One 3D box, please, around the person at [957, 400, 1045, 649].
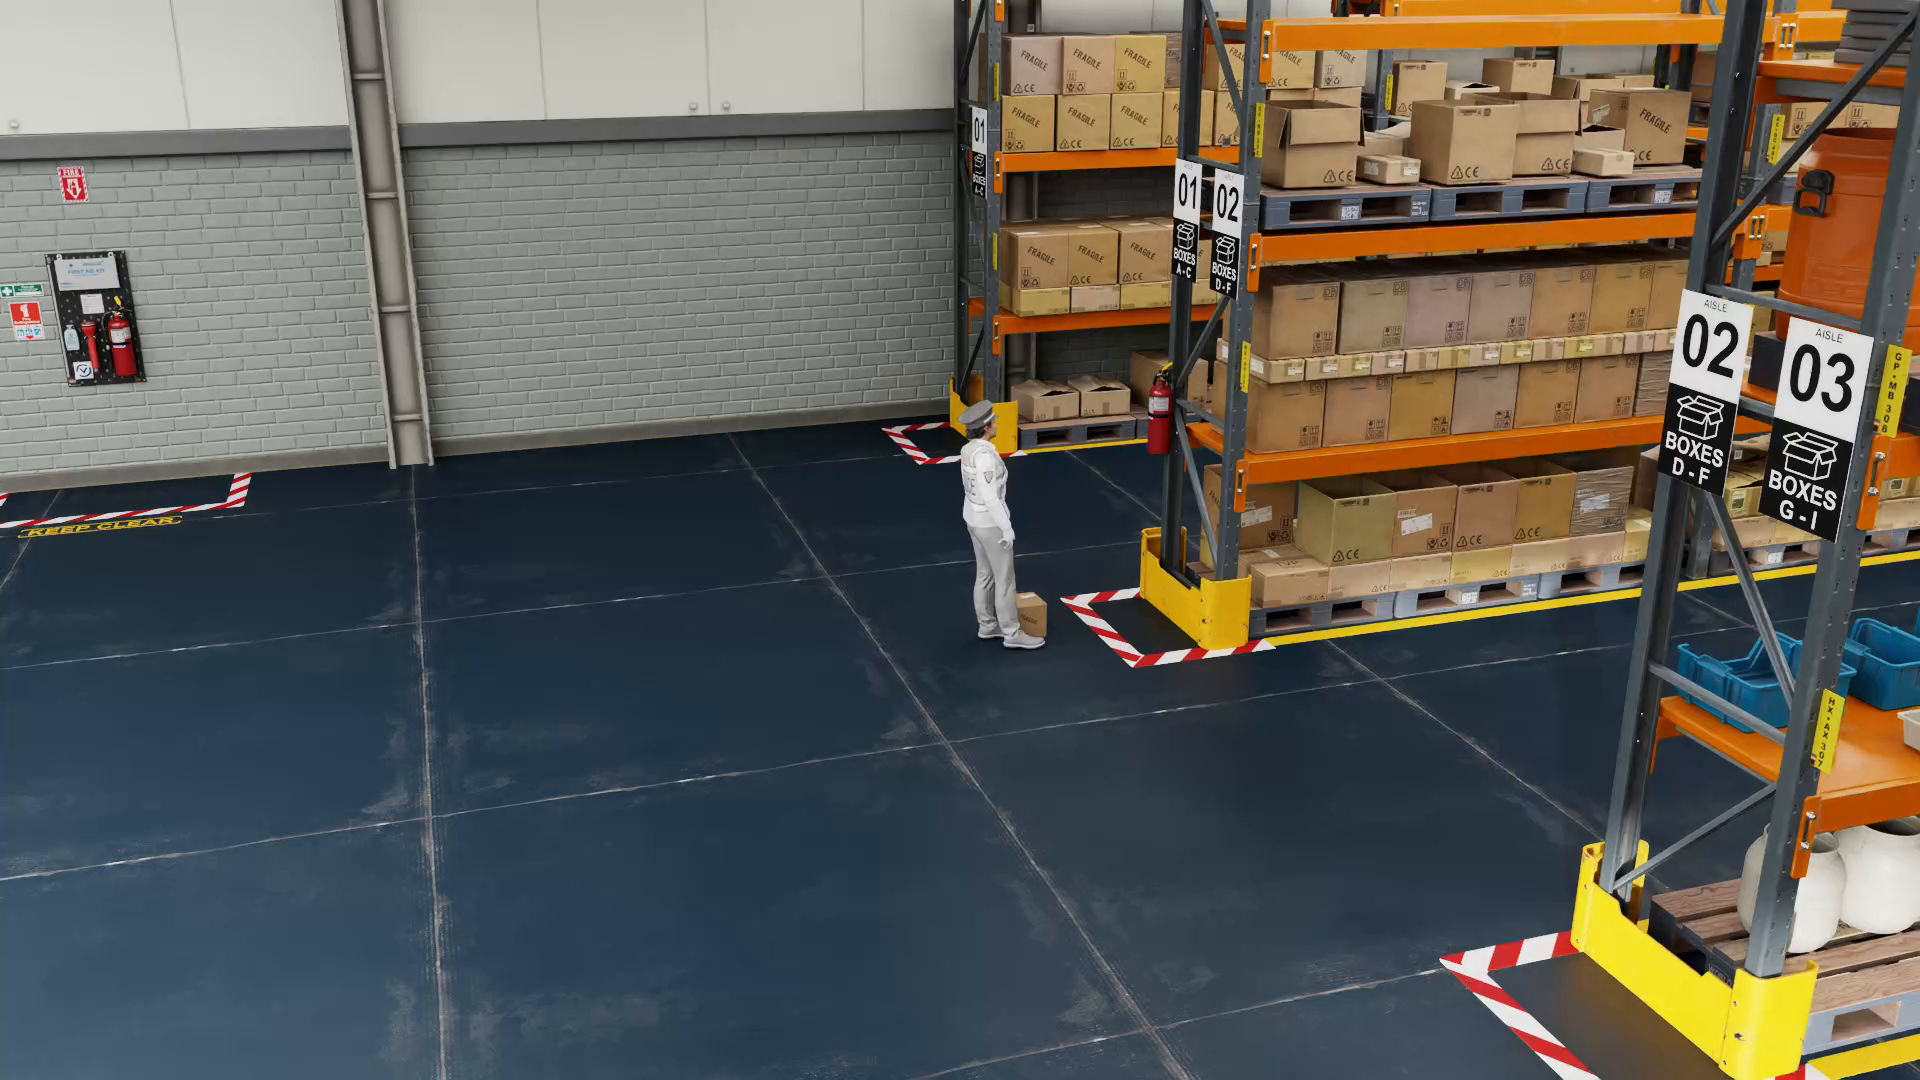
[{"bbox_3d":[0.259,-0.123,11.341,0.529,1.694,0.587,-6,20,-17],"label":"person"}]
